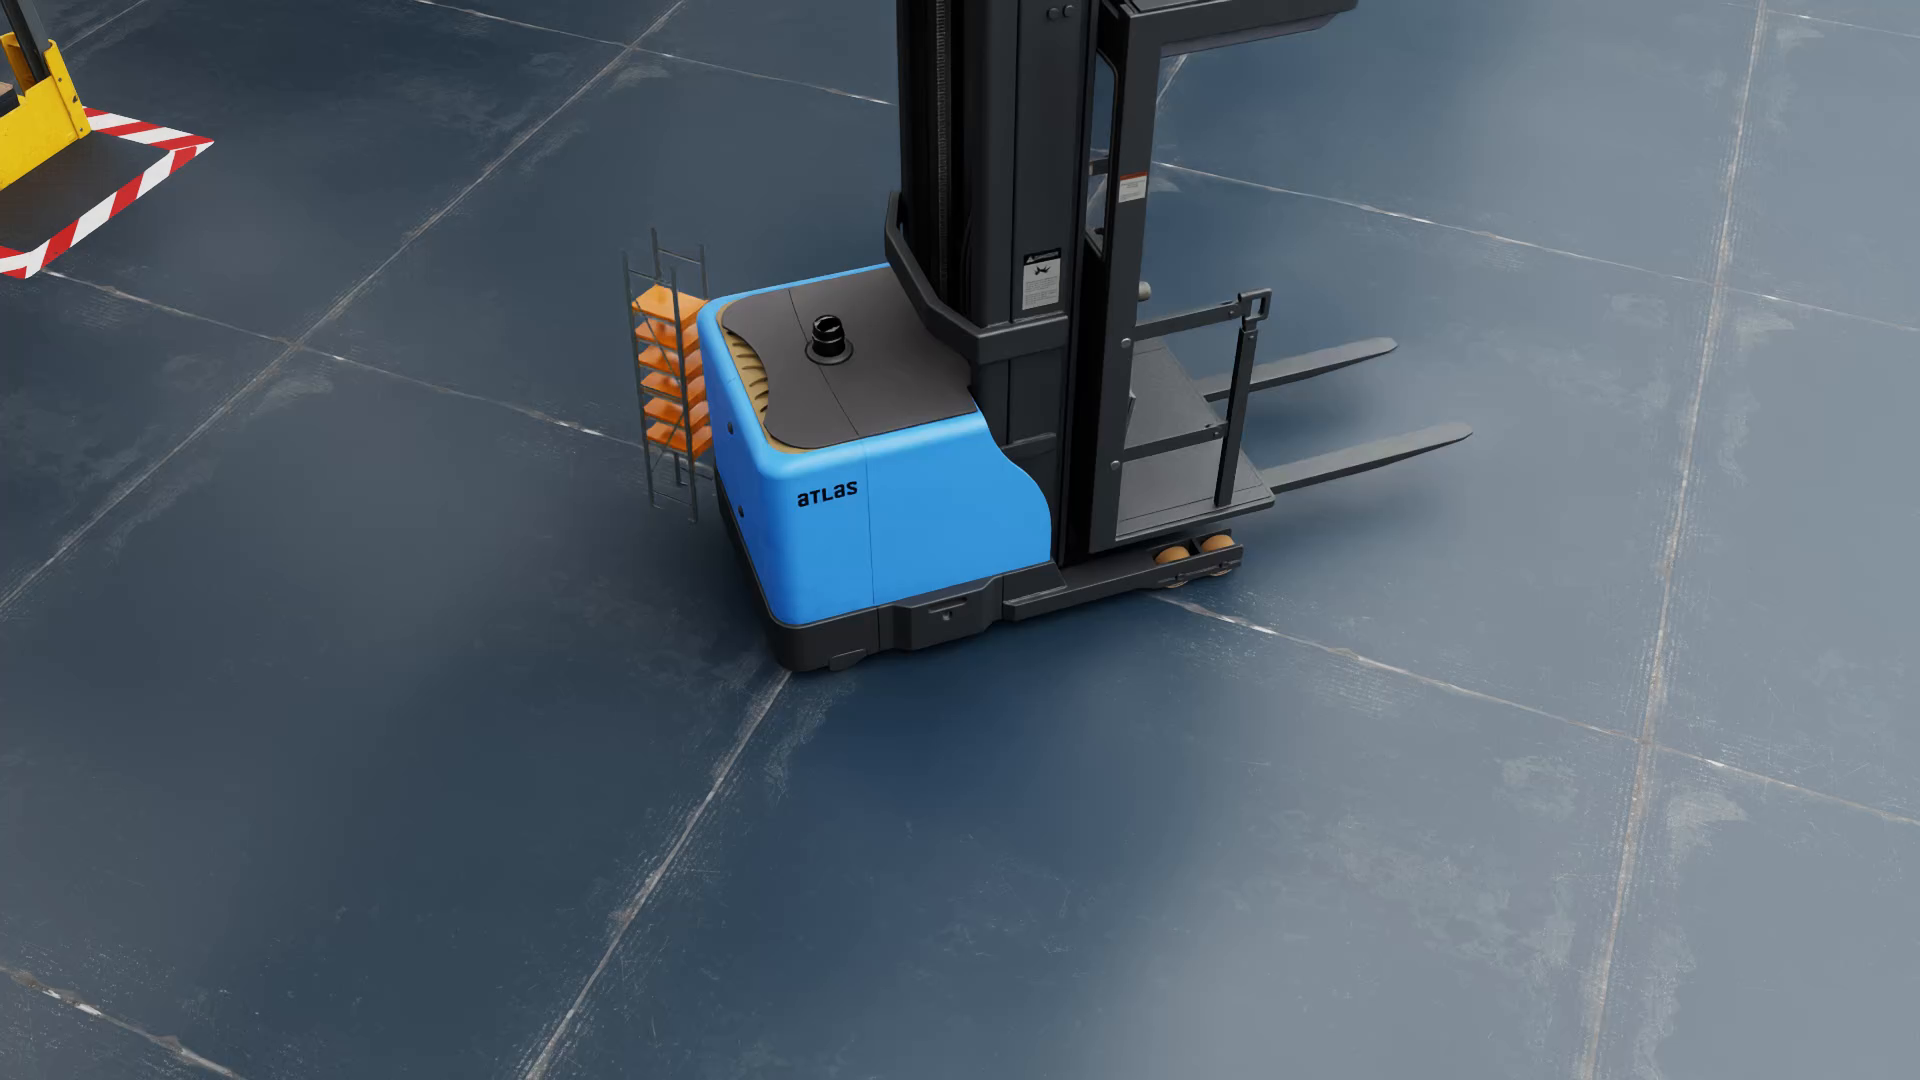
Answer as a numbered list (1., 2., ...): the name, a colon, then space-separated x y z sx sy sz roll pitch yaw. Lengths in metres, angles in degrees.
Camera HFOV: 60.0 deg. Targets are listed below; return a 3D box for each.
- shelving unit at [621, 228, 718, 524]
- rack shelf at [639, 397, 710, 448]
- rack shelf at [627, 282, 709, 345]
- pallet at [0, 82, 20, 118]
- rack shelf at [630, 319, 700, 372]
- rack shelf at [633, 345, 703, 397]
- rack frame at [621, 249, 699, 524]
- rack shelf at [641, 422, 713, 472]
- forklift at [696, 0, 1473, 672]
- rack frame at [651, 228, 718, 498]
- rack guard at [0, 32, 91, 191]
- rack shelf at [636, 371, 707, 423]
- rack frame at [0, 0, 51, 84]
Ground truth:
1. shelving unit: -1.112 -0.617 6.507 0.258 1.200 0.189 20 43 20
2. rack shelf: -1.116 -0.491 6.612 0.258 0.103 0.180 20 43 20
3. rack shelf: -1.103 -0.860 6.306 0.258 0.103 0.180 20 43 20
4. pallet: -5.798 -2.194 8.806 1.213 0.211 1.003 16 47 16
5. rack shelf: -1.106 -0.768 6.382 0.258 0.103 0.180 20 43 20
6. rack shelf: -1.109 -0.676 6.459 0.258 0.103 0.180 20 43 20
7. rack frame: -1.155 -0.567 6.444 0.240 1.200 0.006 20 43 20
8. rack shelf: -1.120 -0.398 6.688 0.258 0.103 0.180 20 43 20
9. forklift: 0.590 -1.189 5.867 3.031 2.935 1.130 -14 47 -14
10. rack frame: -1.068 -0.668 6.570 0.240 1.200 0.006 20 43 20
11. rack guard: -5.051 -2.072 8.478 0.348 0.500 1.175 16 47 16
12. rack shelf: -1.113 -0.583 6.535 0.258 0.103 0.180 20 43 20
13. rack frame: -4.962 -2.968 7.607 0.127 3.000 1.000 16 47 16
